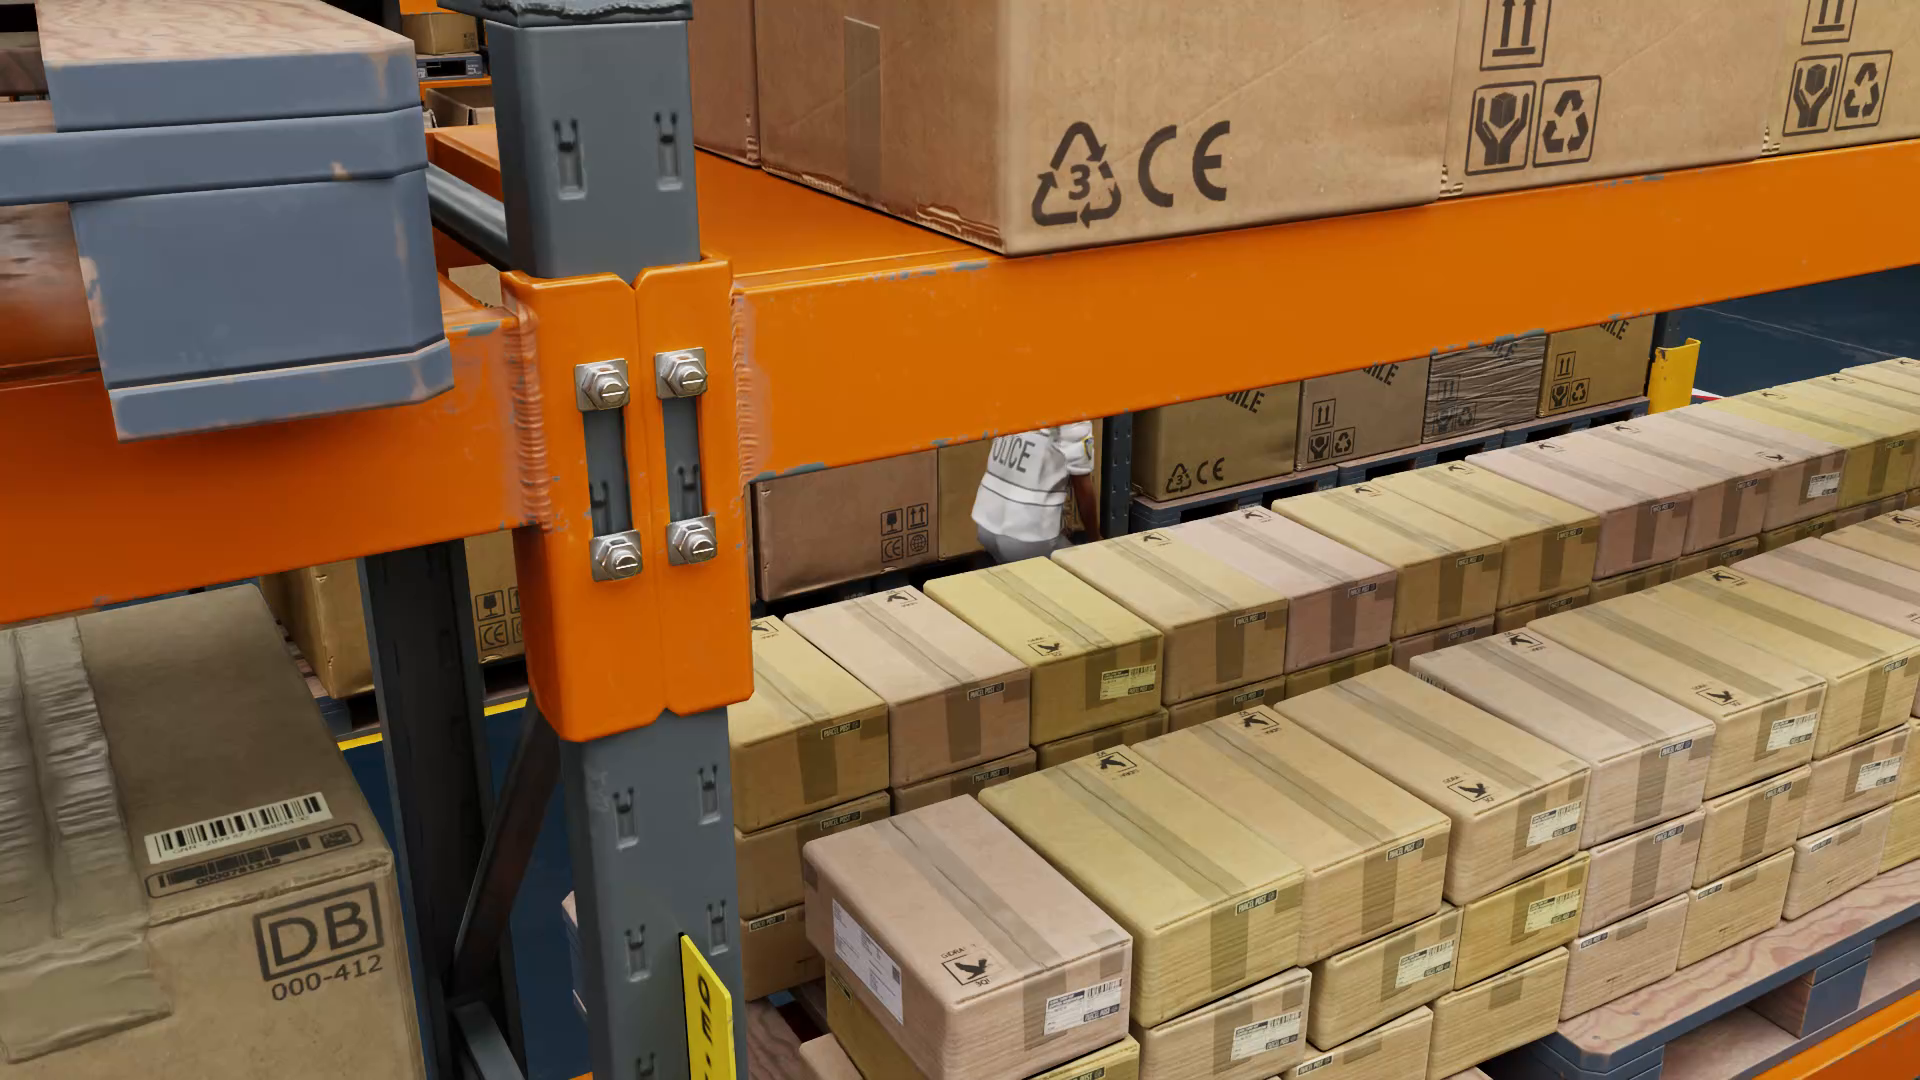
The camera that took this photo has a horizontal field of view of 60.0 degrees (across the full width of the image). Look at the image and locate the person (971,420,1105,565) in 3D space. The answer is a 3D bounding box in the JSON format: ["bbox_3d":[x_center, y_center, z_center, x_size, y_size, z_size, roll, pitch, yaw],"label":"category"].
[{"bbox_3d":[0.332,-0.063,6.471,0.607,1.508,0.487,-12,25,-28],"label":"person"}]
